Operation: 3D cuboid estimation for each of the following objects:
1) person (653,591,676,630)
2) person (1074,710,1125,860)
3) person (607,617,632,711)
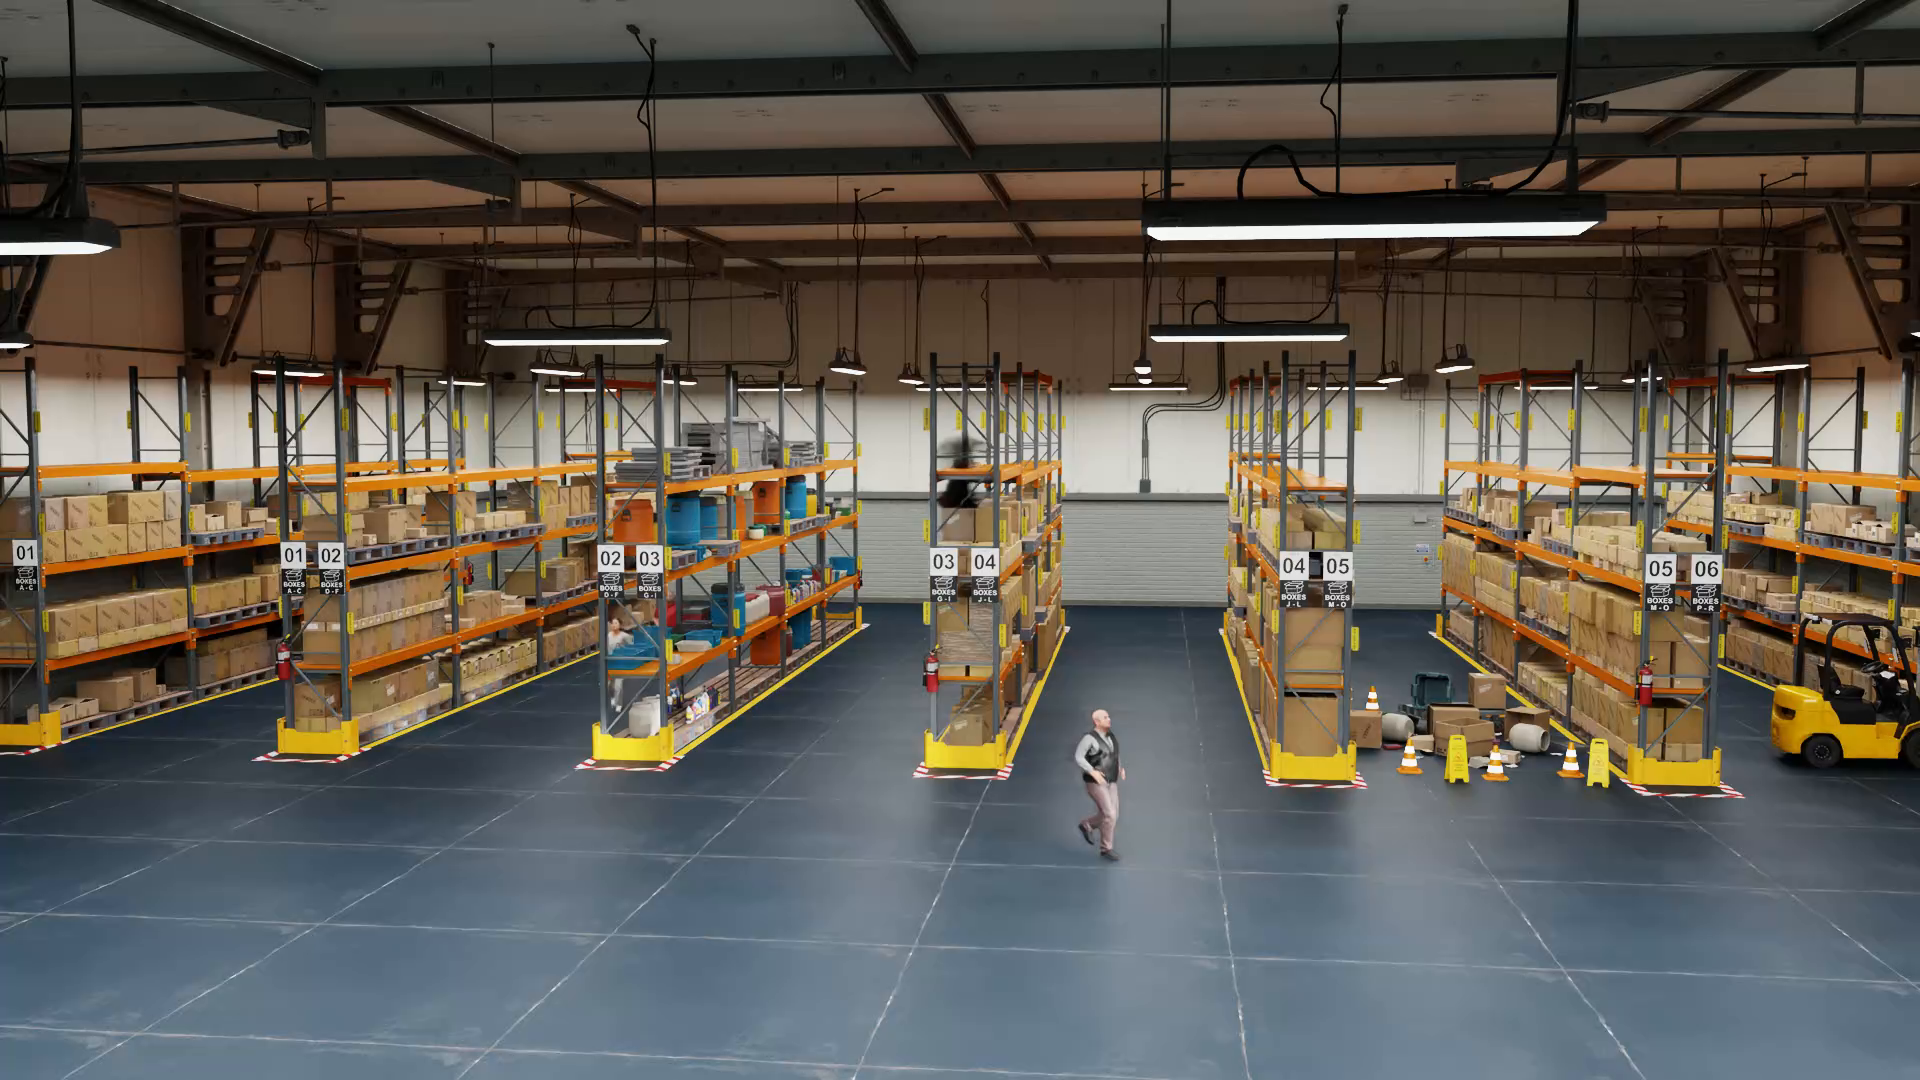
[{"bbox_3d":[-5.737,1.842,32.802,0.659,1.674,0.622,0,4,1],"label":"person"},{"bbox_3d":[1.588,2.801,19.198,0.687,1.704,0.670,4,5,41],"label":"person"},{"bbox_3d":[-5.942,2.151,28.728,0.609,1.638,0.527,1,4,12],"label":"person"}]
